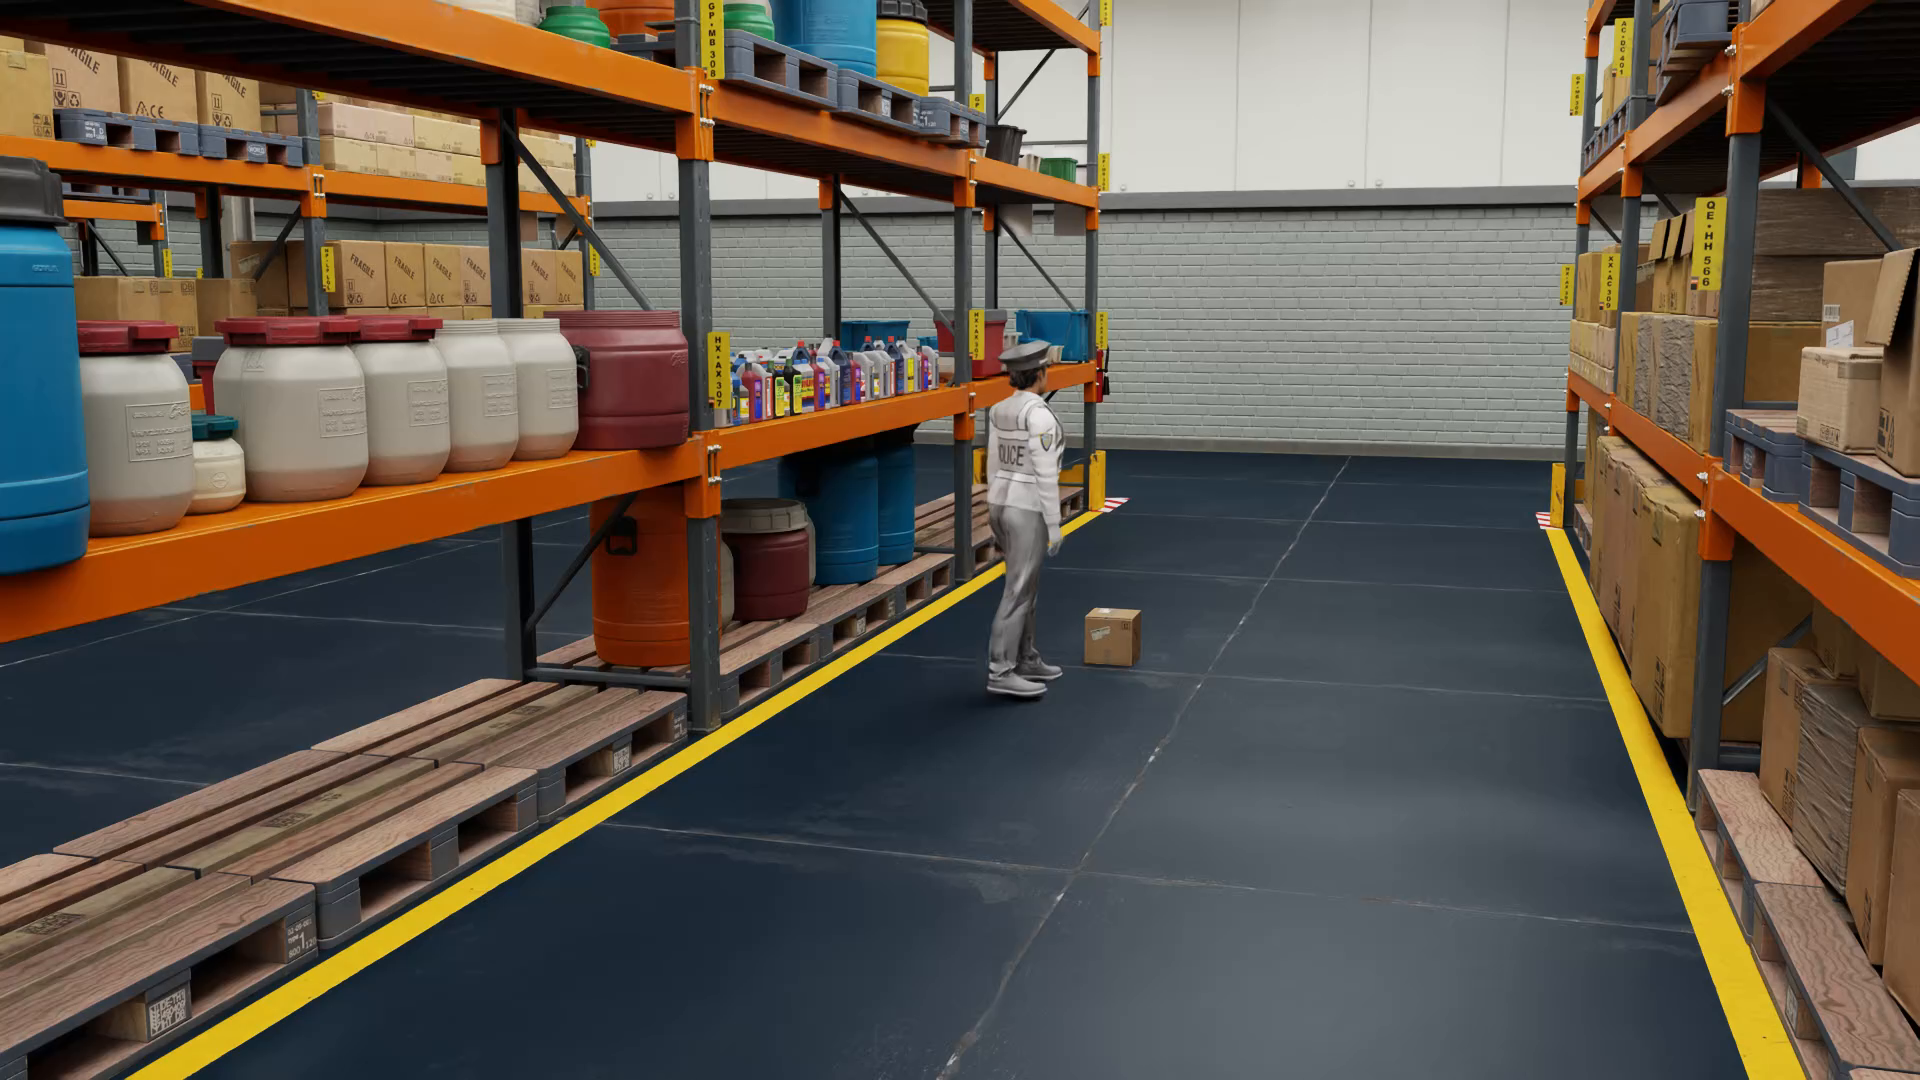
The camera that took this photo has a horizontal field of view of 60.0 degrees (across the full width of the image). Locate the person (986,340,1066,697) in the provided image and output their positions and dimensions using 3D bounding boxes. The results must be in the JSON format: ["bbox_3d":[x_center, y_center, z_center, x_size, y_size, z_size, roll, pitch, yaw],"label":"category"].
[{"bbox_3d":[0.352,-0.105,7.933,0.521,1.681,0.524,-4,9,-23],"label":"person"}]
